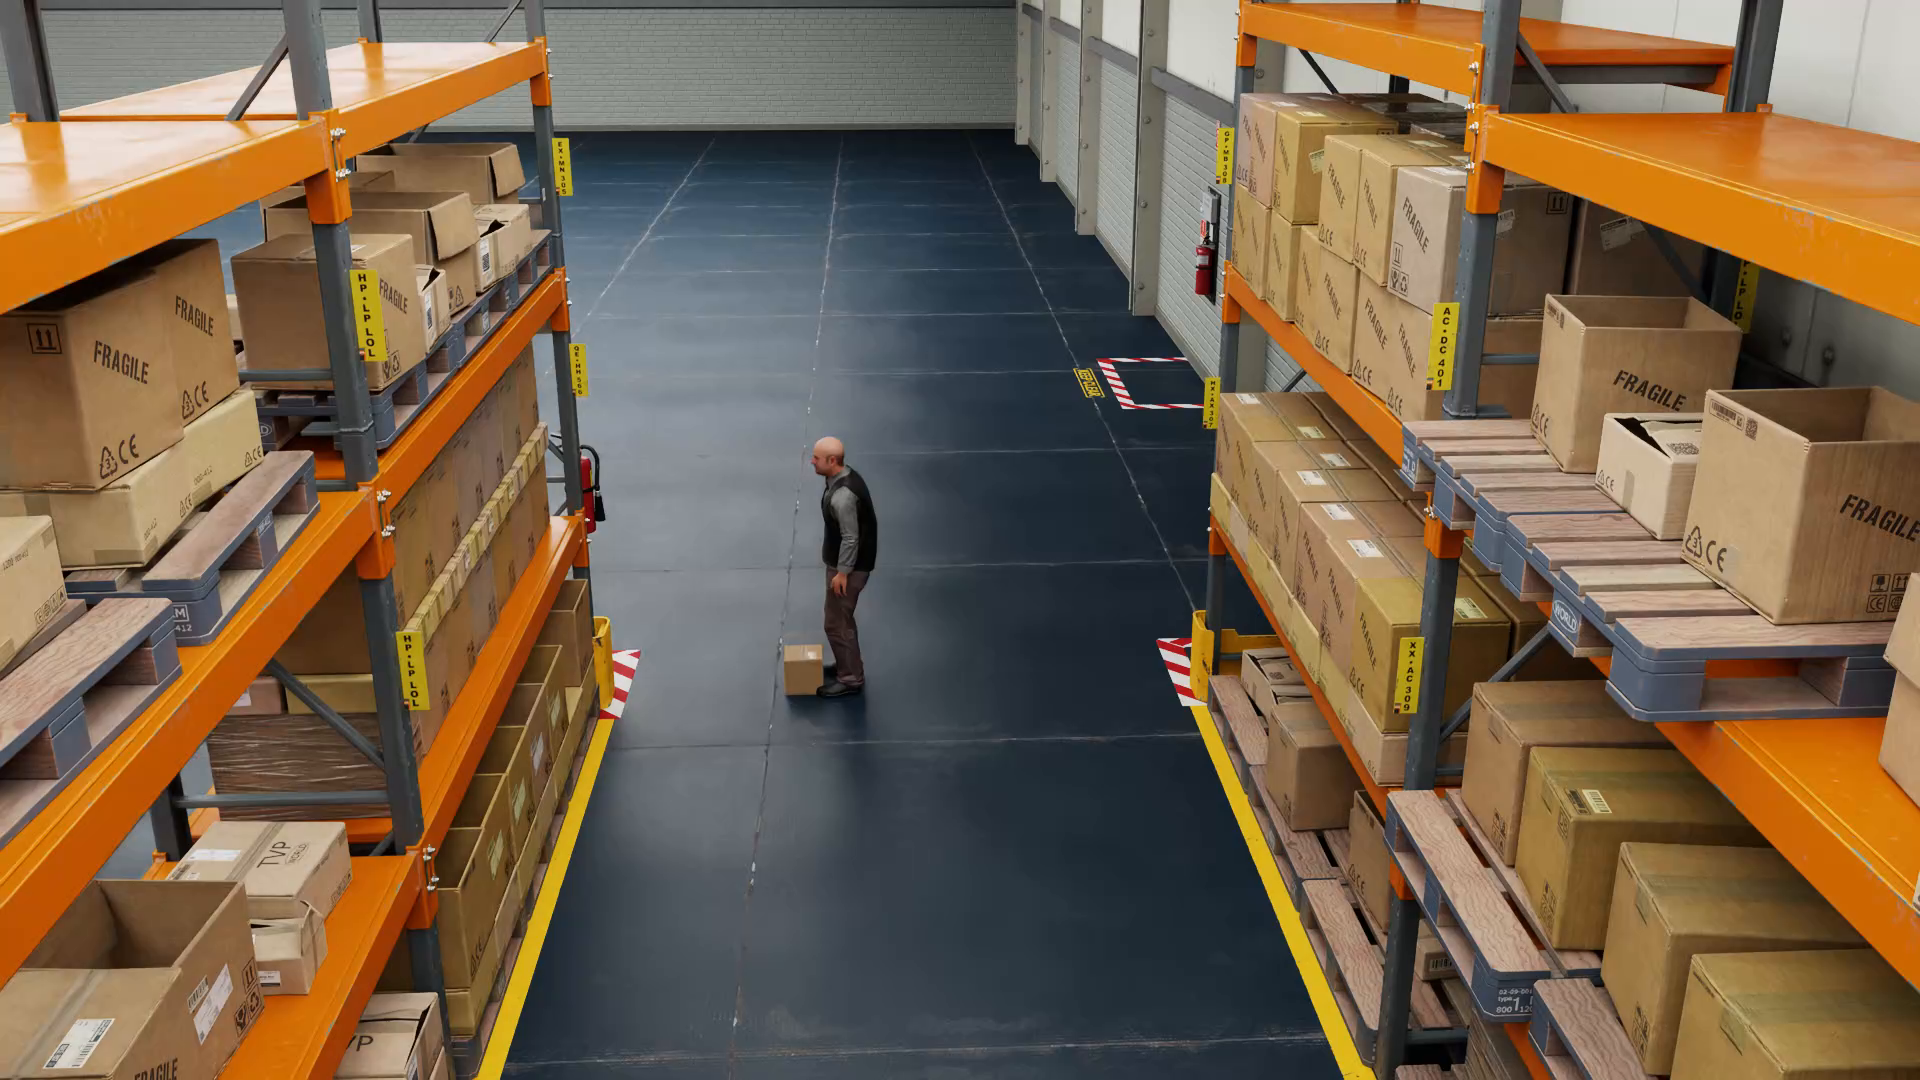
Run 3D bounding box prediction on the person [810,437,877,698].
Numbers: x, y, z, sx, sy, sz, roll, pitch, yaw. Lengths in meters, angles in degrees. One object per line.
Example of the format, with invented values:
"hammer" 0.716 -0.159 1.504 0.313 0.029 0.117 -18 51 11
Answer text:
"person" -0.741 0.156 10.690 0.425 1.719 0.581 -2 20 -6
